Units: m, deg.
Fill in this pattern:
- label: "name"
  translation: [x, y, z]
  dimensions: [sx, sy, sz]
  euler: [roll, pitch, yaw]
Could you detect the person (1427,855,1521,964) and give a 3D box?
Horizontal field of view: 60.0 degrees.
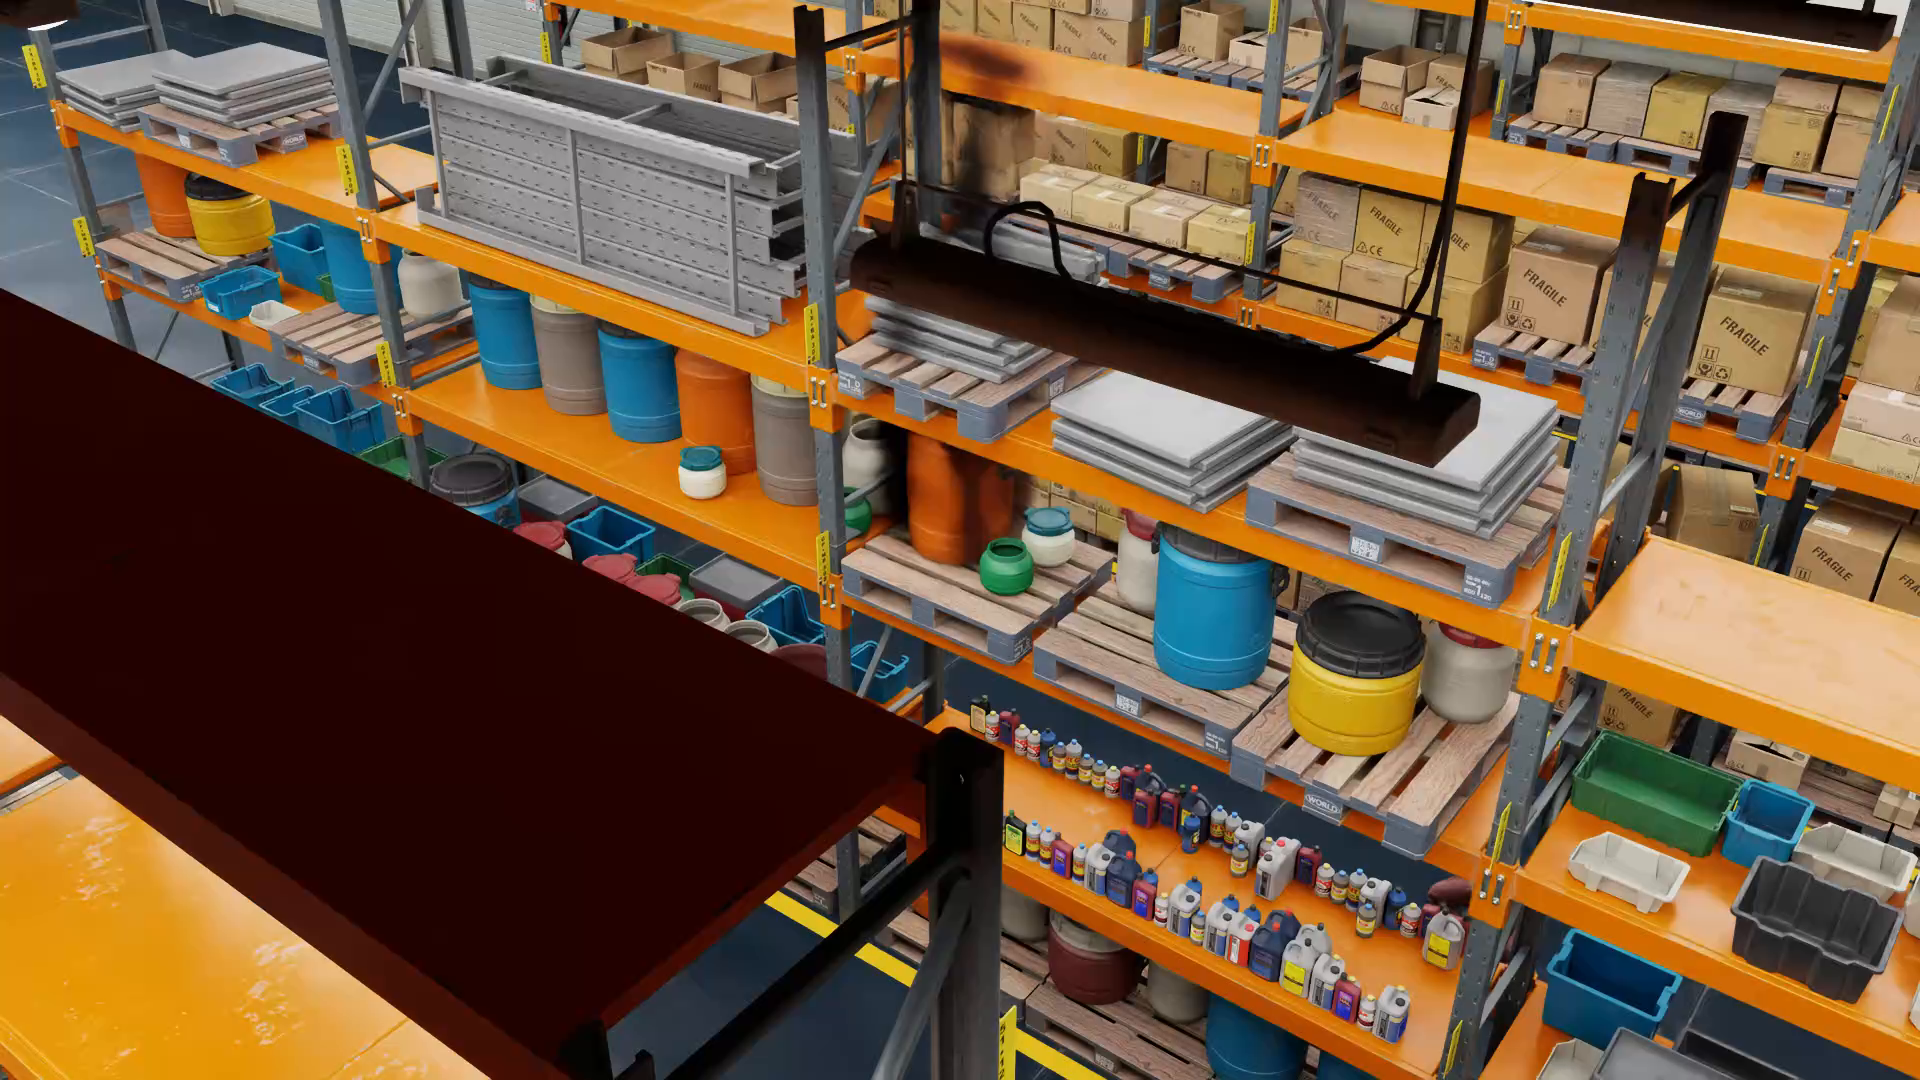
- label: "person"
  translation: [3.283, 2.130, 10.194]
  dimensions: [0.793, 1.668, 0.602]
  euler: [26, 40, 36]
